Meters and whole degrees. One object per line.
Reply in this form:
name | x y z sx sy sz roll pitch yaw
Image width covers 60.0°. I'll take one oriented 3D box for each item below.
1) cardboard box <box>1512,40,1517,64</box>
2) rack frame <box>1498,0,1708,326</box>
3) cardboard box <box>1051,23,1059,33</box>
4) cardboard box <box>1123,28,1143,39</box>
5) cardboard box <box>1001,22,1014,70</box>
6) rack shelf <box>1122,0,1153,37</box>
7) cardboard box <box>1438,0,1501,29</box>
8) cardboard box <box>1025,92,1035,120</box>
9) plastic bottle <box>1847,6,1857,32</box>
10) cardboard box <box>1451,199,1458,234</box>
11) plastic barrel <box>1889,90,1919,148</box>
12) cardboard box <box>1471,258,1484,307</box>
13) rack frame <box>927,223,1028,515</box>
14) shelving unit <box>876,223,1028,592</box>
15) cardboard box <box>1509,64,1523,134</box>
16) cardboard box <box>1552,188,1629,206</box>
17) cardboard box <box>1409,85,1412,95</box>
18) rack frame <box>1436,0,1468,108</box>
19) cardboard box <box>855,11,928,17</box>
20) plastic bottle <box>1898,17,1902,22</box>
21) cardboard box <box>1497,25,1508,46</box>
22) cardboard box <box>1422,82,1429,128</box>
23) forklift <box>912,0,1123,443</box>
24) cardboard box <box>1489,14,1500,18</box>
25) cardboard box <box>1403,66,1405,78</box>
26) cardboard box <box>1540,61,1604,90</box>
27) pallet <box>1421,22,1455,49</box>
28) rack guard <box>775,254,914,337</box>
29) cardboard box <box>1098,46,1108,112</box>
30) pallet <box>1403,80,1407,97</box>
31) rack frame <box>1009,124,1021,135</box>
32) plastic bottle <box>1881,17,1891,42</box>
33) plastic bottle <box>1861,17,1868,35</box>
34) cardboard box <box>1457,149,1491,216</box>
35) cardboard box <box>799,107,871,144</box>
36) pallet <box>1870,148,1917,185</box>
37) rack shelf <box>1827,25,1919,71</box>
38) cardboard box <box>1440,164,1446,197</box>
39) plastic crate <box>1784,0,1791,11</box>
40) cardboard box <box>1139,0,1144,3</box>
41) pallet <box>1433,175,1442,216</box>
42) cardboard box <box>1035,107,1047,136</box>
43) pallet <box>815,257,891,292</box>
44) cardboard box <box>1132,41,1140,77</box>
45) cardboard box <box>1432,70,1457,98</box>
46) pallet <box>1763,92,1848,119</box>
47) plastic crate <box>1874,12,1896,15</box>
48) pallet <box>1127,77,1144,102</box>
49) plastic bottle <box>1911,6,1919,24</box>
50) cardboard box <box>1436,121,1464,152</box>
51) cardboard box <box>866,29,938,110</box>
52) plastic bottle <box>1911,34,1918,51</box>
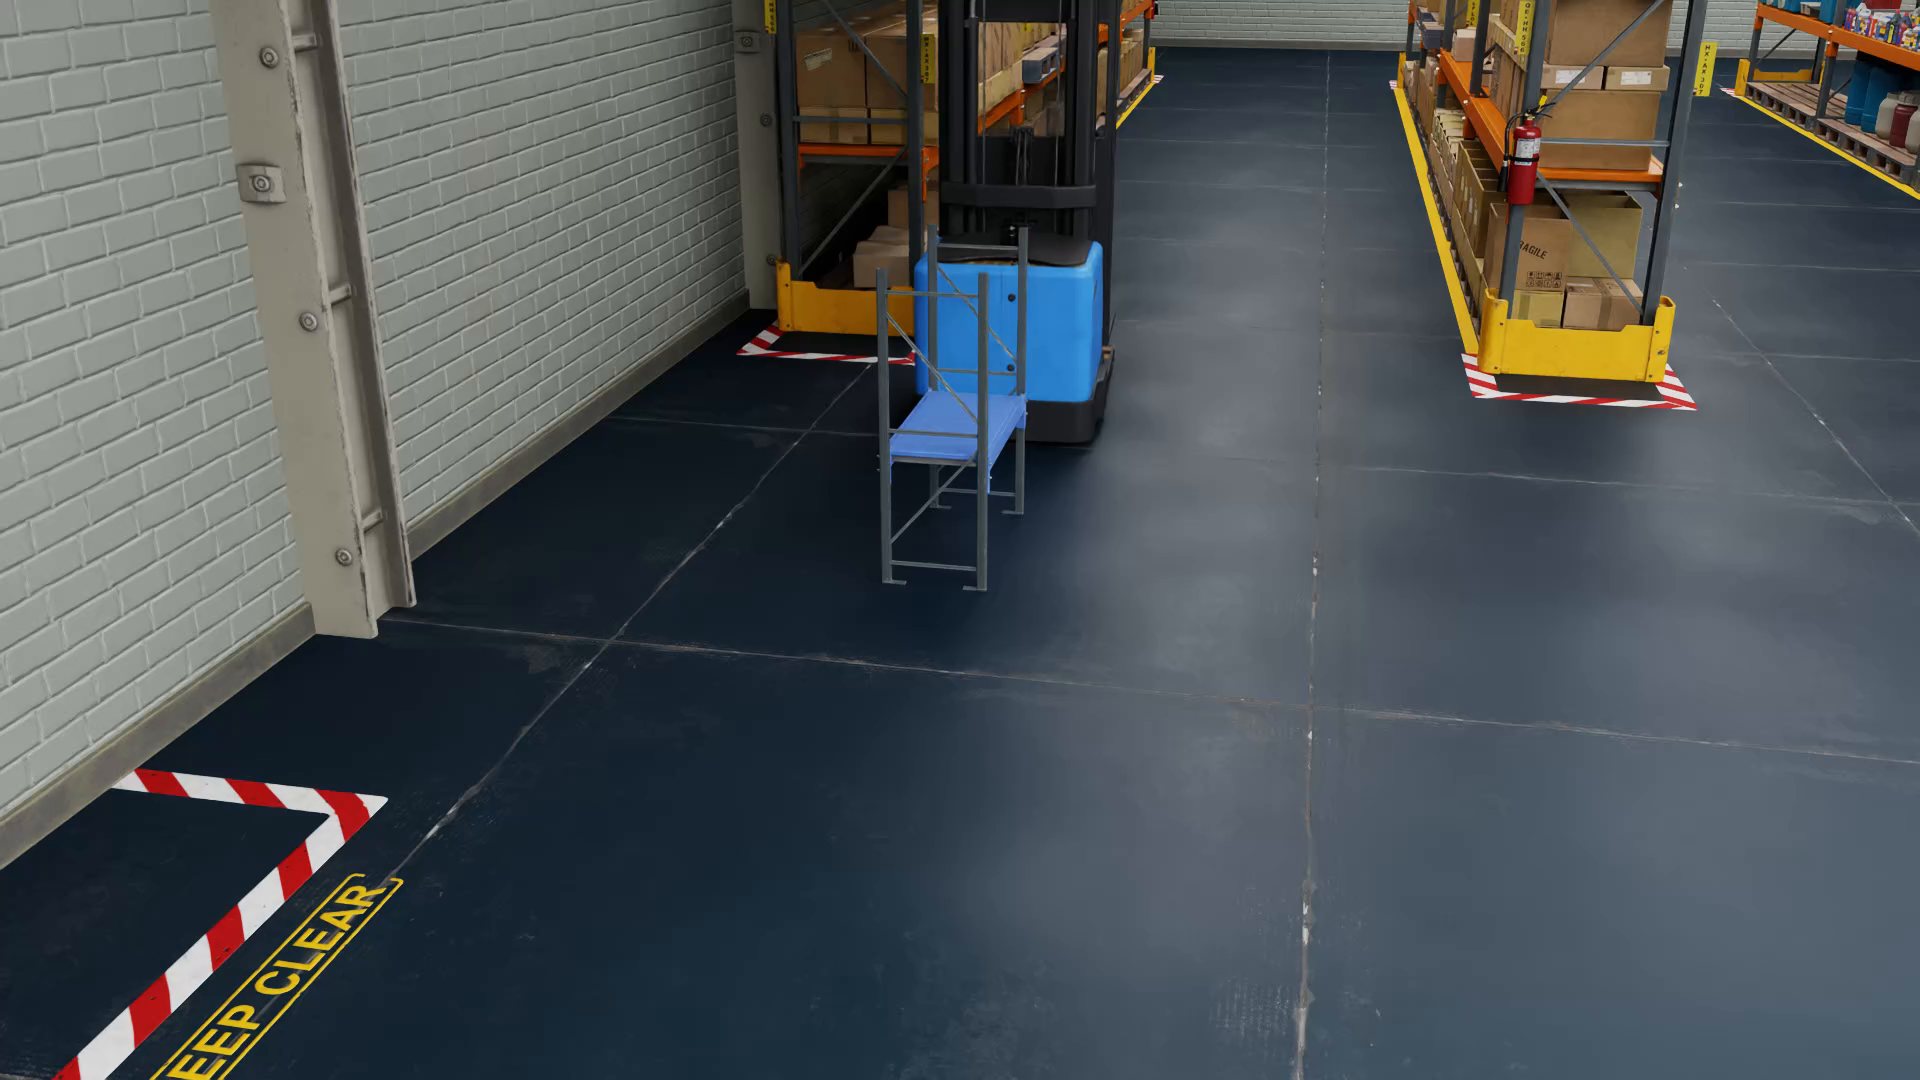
cardboard box | 4.301 -3.608 12.294 0.380 0.149 0.250 4 22 10
rack frame | 4.095 -2.539 10.642 1.000 3.000 0.127 4 22 11
cardboard box | 0.704 -5.712 17.799 0.700 0.500 0.500 2 22 6
cardboard box | 2.617 -7.778 25.567 0.380 0.149 0.250 4 22 10
cardboard box | 0.171 -4.286 14.151 0.500 0.500 0.500 4 22 11
rack shelf | 2.102 -7.701 24.424 1.077 0.370 4.000 4 22 11
cardboard box | 5.746 -5.945 18.403 0.700 0.500 0.500 -3 22 -7
cardboard box | 0.504 -4.574 17.448 0.500 0.250 0.500 4 22 11
plastic bottle | 10.873 -6.344 20.247 0.061 0.283 0.133 4 22 11
cardboard box | 4.520 -2.775 14.346 0.500 0.250 0.500 4 22 11
plastic barrel | 10.890 -4.755 18.811 0.600 0.588 0.708 4 22 11
cardboard box | 4.006 -1.861 12.077 0.500 0.250 0.500 4 22 11
rack frame | 0.086 -0.850 8.458 0.500 1.500 0.032 4 22 11
shelving unit | -0.017 -0.664 7.996 0.538 1.500 1.048 4 22 11
cardboard box | 4.516 -3.321 12.451 0.700 0.500 0.500 5 23 13
cardboard box | 4.612 -2.352 12.293 0.500 0.500 0.500 4 22 11
cardboard box | 6.400 -6.181 22.913 0.380 0.149 0.250 4 22 11
rack frame | 5.728 -5.465 17.907 1.000 3.000 0.127 4 22 11
cardboard box | -0.550 -3.948 13.312 0.500 0.500 0.500 5 22 12
plastic bottle | 10.599 -5.742 18.751 0.061 0.283 0.133 4 22 11
cardboard box | 4.565 -4.079 13.465 0.380 0.149 0.250 4 22 10
cardboard box | 5.896 -5.251 20.133 0.500 0.500 0.500 4 22 9
forklift | 0.446 -2.432 10.469 1.130 2.935 3.031 3 22 8
cardboard box | 5.401 -4.896 16.361 0.500 0.500 0.500 3 22 8
cardboard box | 6.887 -7.062 25.076 0.380 0.166 0.250 4 22 11
cardboard box | 3.987 -3.040 10.885 0.380 0.149 0.250 4 22 10
pallet | 5.797 -5.629 18.571 1.213 0.211 1.003 4 22 11
rack guard | -0.739 -1.783 12.112 1.175 0.500 0.348 4 22 11
cardboard box | 1.510 -5.928 21.374 0.750 0.750 0.750 5 23 13
pallet | 7.183 -6.777 24.899 1.003 0.211 1.213 4 22 11
rack frame | 0.061 -4.378 15.209 1.000 3.000 0.127 4 22 11
plastic bottle | 10.618 -5.849 19.034 0.097 0.271 0.097 0 22 0
plastic bottle | 10.780 -6.106 19.766 0.097 0.201 0.097 0 22 0
cardboard box | 4.416 -2.940 13.752 0.500 0.500 0.500 4 22 11
cardboard box | -0.849 -3.040 12.062 0.500 0.250 0.500 5 22 12
pallet | 10.696 -4.084 18.211 1.003 0.211 1.213 4 22 11
rack shelf | 10.984 -5.483 18.916 1.077 0.370 4.000 4 22 11
cardboard box | 4.921 -3.467 16.065 0.500 0.250 0.500 5 22 12
plastic crate | 11.567 -7.415 22.893 0.416 0.233 0.300 4 22 11
cardboard box | 2.278 -8.452 24.922 0.980 0.700 0.700 4 22 10
pallet | 5.271 -3.428 16.583 1.003 0.211 1.213 4 22 11
cardboard box | 0.563 -4.439 18.116 0.700 0.500 0.500 4 22 11
pallet | -0.539 -1.944 12.897 1.003 0.211 1.213 4 22 11
cardboard box | 2.363 -7.355 25.385 0.700 0.500 0.500 4 22 11
cardboard box | 5.696 -5.238 19.097 0.500 0.250 0.500 5 23 13
pallet | 11.751 -5.974 22.905 1.003 0.211 1.213 4 22 11
plastic crate | 11.627 -6.613 21.032 0.396 0.136 0.243 4 22 11
pallet | 2.172 -6.730 24.781 1.003 0.211 1.213 4 22 11
plastic bottle | 11.384 -6.176 19.738 0.144 0.351 0.185 4 22 11
cardboard box | 5.128 -4.096 16.876 0.500 0.311 0.500 4 22 9
cardboard box | -0.363 -3.354 11.837 0.500 0.500 0.500 4 22 11
plastic bottle | 10.389 -5.406 18.027 0.097 0.201 0.097 0 22 0
